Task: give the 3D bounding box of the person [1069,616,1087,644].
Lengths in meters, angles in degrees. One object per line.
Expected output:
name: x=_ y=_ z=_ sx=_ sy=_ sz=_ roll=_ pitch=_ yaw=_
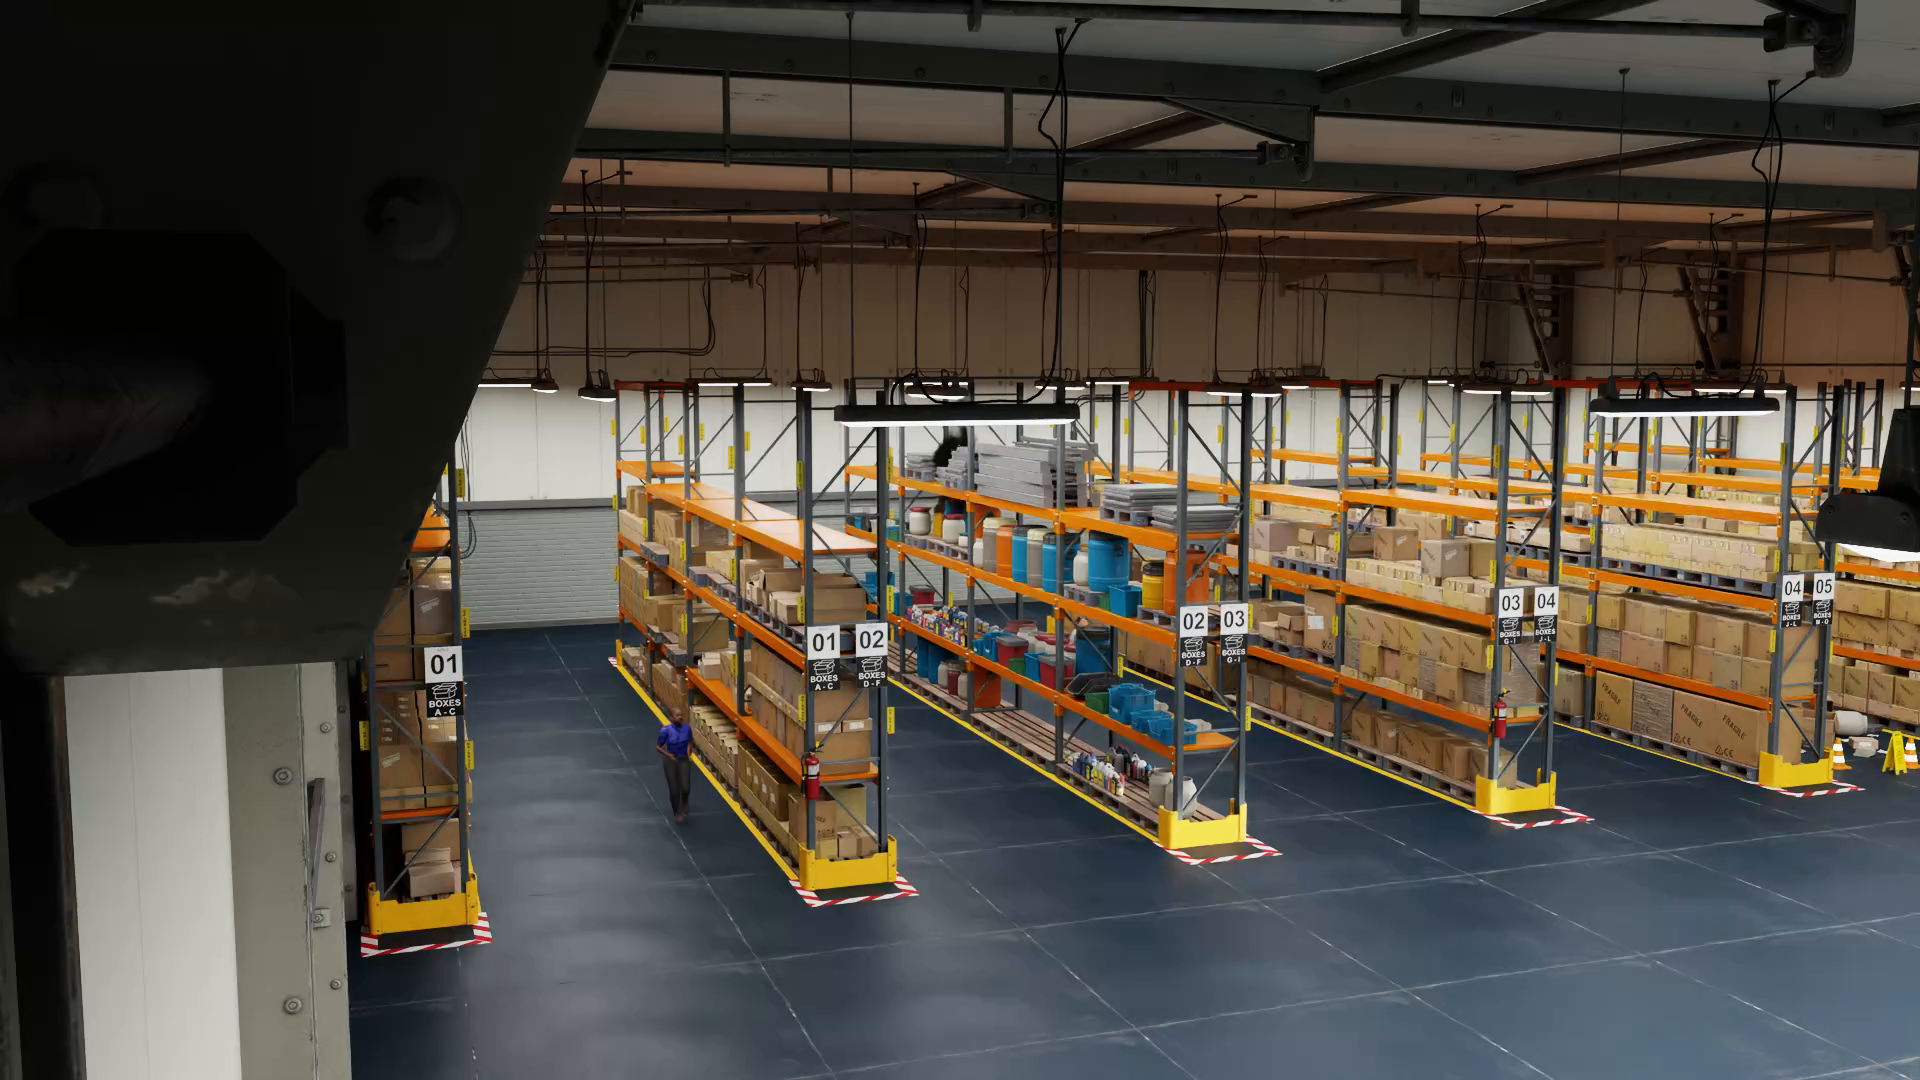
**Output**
person: x=2.278 y=1.821 z=30.919 sx=0.549 sy=0.837 sz=0.579 roll=-3 pitch=7 yaw=-26
